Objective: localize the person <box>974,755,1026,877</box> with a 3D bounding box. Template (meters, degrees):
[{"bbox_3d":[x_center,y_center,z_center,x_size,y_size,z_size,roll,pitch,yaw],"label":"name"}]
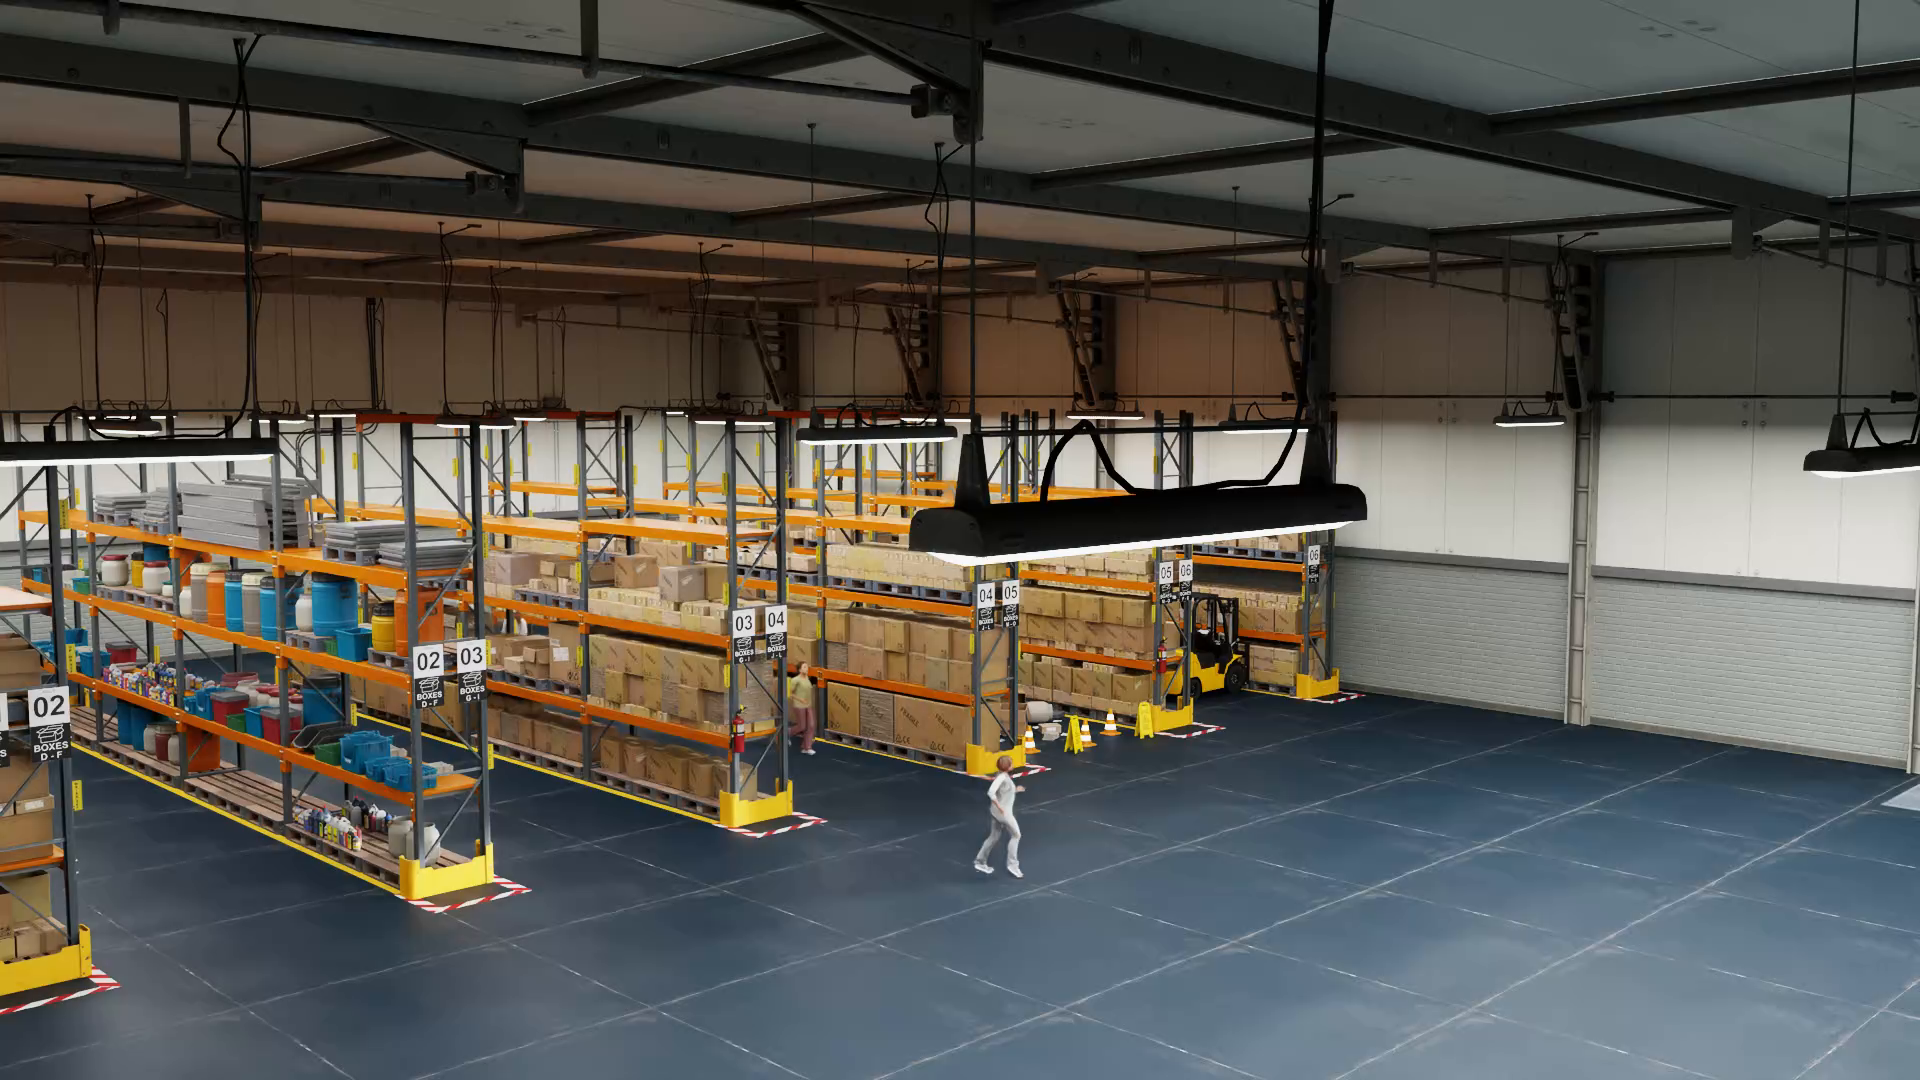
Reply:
[{"bbox_3d":[0.529,3.642,21.904,0.721,1.650,0.509,-1,5,-14],"label":"person"}]

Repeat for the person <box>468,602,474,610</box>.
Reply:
[{"bbox_3d":[-11.827,2.073,39.837,0.621,1.619,0.595,3,6,33],"label":"person"}]

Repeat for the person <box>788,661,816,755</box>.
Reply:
[{"bbox_3d":[-2.827,2.952,29.448,0.752,1.641,0.577,3,6,34],"label":"person"}]

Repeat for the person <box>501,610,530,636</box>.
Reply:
[{"bbox_3d":[-9.549,2.333,35.809,0.707,1.793,0.864,-5,7,-42],"label":"person"}]
